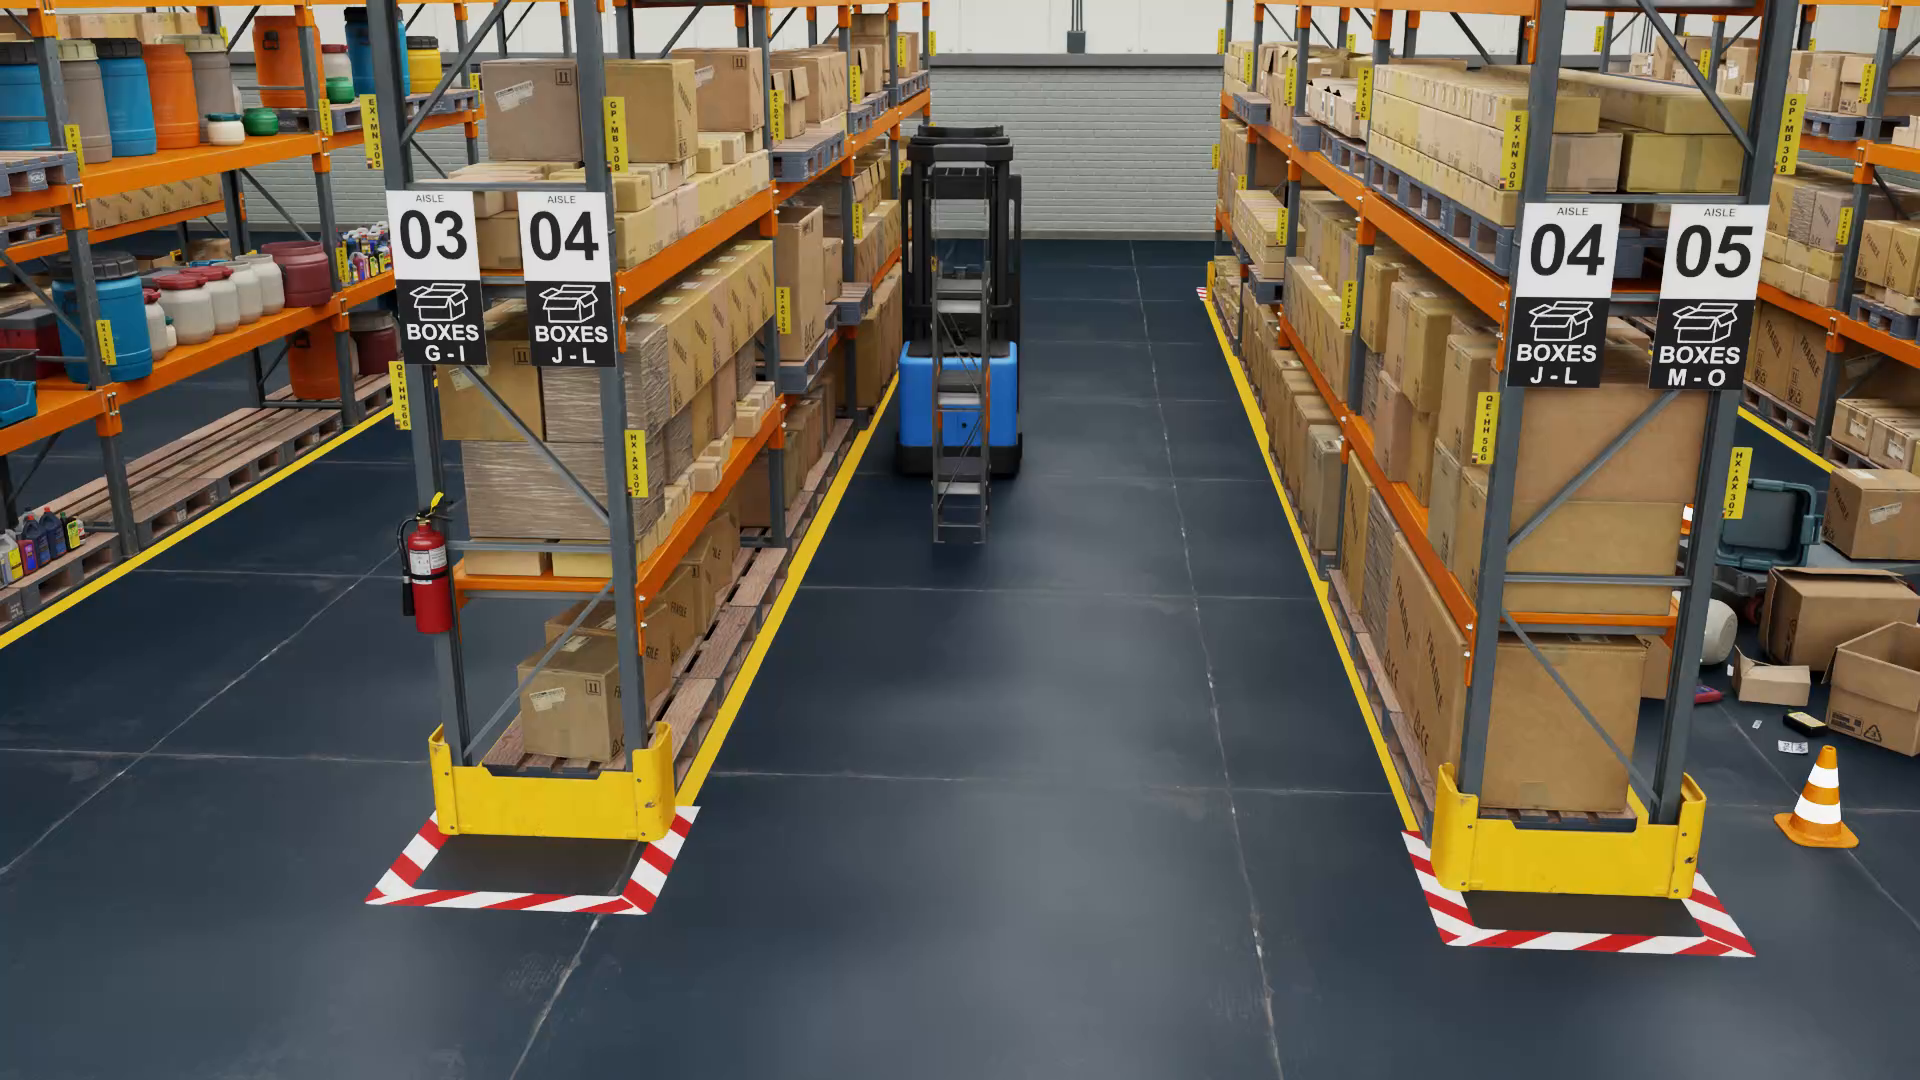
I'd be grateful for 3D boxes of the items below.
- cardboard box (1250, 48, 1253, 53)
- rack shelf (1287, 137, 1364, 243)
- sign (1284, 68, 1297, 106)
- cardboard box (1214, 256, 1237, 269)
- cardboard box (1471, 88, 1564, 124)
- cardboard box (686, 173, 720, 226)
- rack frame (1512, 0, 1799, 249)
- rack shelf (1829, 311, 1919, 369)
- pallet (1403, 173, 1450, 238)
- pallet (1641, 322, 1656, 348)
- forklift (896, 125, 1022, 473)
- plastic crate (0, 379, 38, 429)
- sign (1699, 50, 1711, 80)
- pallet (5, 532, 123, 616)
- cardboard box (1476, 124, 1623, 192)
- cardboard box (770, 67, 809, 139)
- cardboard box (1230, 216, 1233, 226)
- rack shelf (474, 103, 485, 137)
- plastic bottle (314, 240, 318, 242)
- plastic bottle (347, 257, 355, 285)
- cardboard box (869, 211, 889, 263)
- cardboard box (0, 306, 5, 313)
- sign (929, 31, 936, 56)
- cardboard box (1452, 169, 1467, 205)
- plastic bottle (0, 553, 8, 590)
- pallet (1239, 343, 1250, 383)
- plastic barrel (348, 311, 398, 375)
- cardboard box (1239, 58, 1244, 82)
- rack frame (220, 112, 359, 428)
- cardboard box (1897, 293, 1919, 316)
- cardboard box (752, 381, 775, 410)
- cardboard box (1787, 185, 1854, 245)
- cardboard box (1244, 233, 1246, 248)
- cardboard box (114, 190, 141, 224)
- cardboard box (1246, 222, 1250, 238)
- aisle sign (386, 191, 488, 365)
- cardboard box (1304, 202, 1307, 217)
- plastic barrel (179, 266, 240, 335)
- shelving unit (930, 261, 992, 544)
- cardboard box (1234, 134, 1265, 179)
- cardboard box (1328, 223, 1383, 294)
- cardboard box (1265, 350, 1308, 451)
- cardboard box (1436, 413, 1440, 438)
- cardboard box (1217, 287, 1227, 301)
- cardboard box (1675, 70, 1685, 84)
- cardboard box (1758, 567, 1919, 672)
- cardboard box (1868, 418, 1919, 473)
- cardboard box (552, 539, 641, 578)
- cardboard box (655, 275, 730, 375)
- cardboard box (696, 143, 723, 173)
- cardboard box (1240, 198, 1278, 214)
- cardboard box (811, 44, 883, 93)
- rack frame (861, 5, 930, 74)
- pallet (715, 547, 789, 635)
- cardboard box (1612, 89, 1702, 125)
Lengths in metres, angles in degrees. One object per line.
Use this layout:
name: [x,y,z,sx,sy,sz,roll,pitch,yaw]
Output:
cardboard box: [3.495,-5.510,18.903,0.380,0.149,0.250,2,18,5]
rack shelf: [3.306,-2.763,12.877,1.077,0.370,4.000,1,18,4]
sign: [2.909,-3.985,14.619,0.100,0.325,0.005,1,18,4]
cardboard box: [3.647,-3.758,22.523,0.380,0.149,0.250,0,18,1]
cardboard box: [2.600,-2.018,7.734,0.380,0.149,0.250,2,18,5]
cardboard box: [-1.669,-1.932,9.427,0.500,0.250,0.500,2,18,6]
rack frame: [2.876,-2.667,6.611,1.000,3.000,0.127,1,18,4]
rack shelf: [8.251,-1.259,13.103,1.077,0.370,4.000,1,18,4]
pallet: [3.004,-1.810,8.956,1.003,0.211,1.213,1,18,4]
pallet: [8.814,-2.374,19.828,1.003,0.211,1.213,1,18,4]
forklift: [0.017,-2.378,15.473,1.130,2.935,3.031,0,18,1]
plastic crate: [-6.526,-0.891,11.064,0.499,0.251,0.616,1,18,4]
sign: [8.127,-5.185,18.155,0.100,0.325,0.005,1,18,4]
pallet: [-6.807,0.221,11.908,1.003,0.211,1.213,1,18,4]
cardboard box: [2.633,-1.717,7.457,0.500,0.250,0.500,2,18,5]
cardboard box: [-1.578,-3.311,12.554,0.797,0.503,0.637,2,18,6]
cardboard box: [3.564,-4.005,20.732,0.380,0.149,0.250,2,18,5]
rack shelf: [-6.000,-5.501,21.231,1.077,0.370,4.000,1,18,4]
plastic bottle: [-6.745,-2.988,17.413,0.061,0.283,0.133,1,18,4]
plastic bottle: [-6.041,-2.655,16.415,0.097,0.271,0.097,0,18,0]
cardboard box: [-1.037,-3.266,17.911,0.500,0.500,0.500,1,18,3]
cardboard box: [-10.948,-2.302,18.440,0.500,0.500,0.500,1,18,2]
sign: [-0.376,-6.720,22.502,0.100,0.325,0.005,1,18,4]
cardboard box: [2.617,-1.717,8.097,0.380,0.149,0.250,1,18,4]
plastic bottle: [-6.528,0.191,11.192,0.152,0.276,0.135,2,18,5]
pallet: [3.682,-1.976,18.616,1.003,0.211,1.213,1,18,4]
plastic barrel: [-6.331,-2.110,17.745,0.600,0.588,0.708,1,18,4]
cardboard box: [3.598,-5.607,19.840,0.500,0.250,0.500,2,18,6]
rack frame: [-6.430,-2.554,15.899,1.000,3.000,0.127,1,18,4]
cardboard box: [8.026,-1.949,13.784,0.380,0.149,0.250,1,18,4]
cardboard box: [-1.499,-1.008,11.586,0.380,0.149,0.250,1,18,4]
cardboard box: [8.199,-3.071,15.710,0.500,0.500,0.500,2,18,5]
cardboard box: [3.161,-3.106,17.313,0.380,0.149,0.250,1,18,3]
cardboard box: [-10.742,-4.267,20.966,0.500,0.500,0.500,2,18,5]
cardboard box: [3.139,-3.167,17.022,0.380,0.149,0.250,1,18,3]
aisle sign: [-2.367,-1.181,7.536,0.394,0.787,0.004,1,18,4]
cardboard box: [3.824,-3.456,17.426,0.380,0.149,0.250,1,18,2]
plastic barrel: [-6.346,-2.030,14.084,0.433,0.535,0.433,0,18,0]
shelving unit: [0.012,-1.049,12.753,0.431,2.100,0.503,1,18,4]
cardboard box: [3.532,-4.520,19.656,0.500,0.500,0.500,1,18,2]
cardboard box: [3.302,-2.209,13.082,0.700,0.500,0.500,1,18,3]
cardboard box: [3.316,-1.244,14.842,1.050,0.750,0.750,1,18,3]
cardboard box: [3.041,-0.346,8.922,0.875,0.550,0.550,1,18,4]
cardboard box: [3.591,-3.238,21.890,0.380,0.149,0.250,2,18,5]
cardboard box: [8.427,-5.305,19.047,0.380,0.149,0.250,2,18,5]
cardboard box: [5.480,0.492,10.396,0.797,0.637,0.503,1,18,4]
cardboard box: [8.299,-0.768,13.996,0.950,0.372,0.625,1,18,3]
cardboard box: [-1.805,0.078,8.272,0.380,0.149,0.250,1,18,4]
cardboard box: [-1.645,-1.253,9.686,0.500,0.500,0.500,1,18,4]
cardboard box: [-1.601,-2.228,9.687,0.380,0.149,0.250,2,18,6]
cardboard box: [3.194,-3.550,17.715,0.380,0.149,0.250,1,18,3]
cardboard box: [-1.235,-5.178,18.255,0.700,0.500,0.500,2,18,5]
rack frame: [-0.917,-7.779,22.210,1.000,3.000,0.127,1,18,4]
pallet: [-1.790,0.334,11.566,1.003,0.211,1.213,1,18,4]
cardboard box: [3.255,-2.002,7.687,0.380,0.149,0.250,1,18,3]
